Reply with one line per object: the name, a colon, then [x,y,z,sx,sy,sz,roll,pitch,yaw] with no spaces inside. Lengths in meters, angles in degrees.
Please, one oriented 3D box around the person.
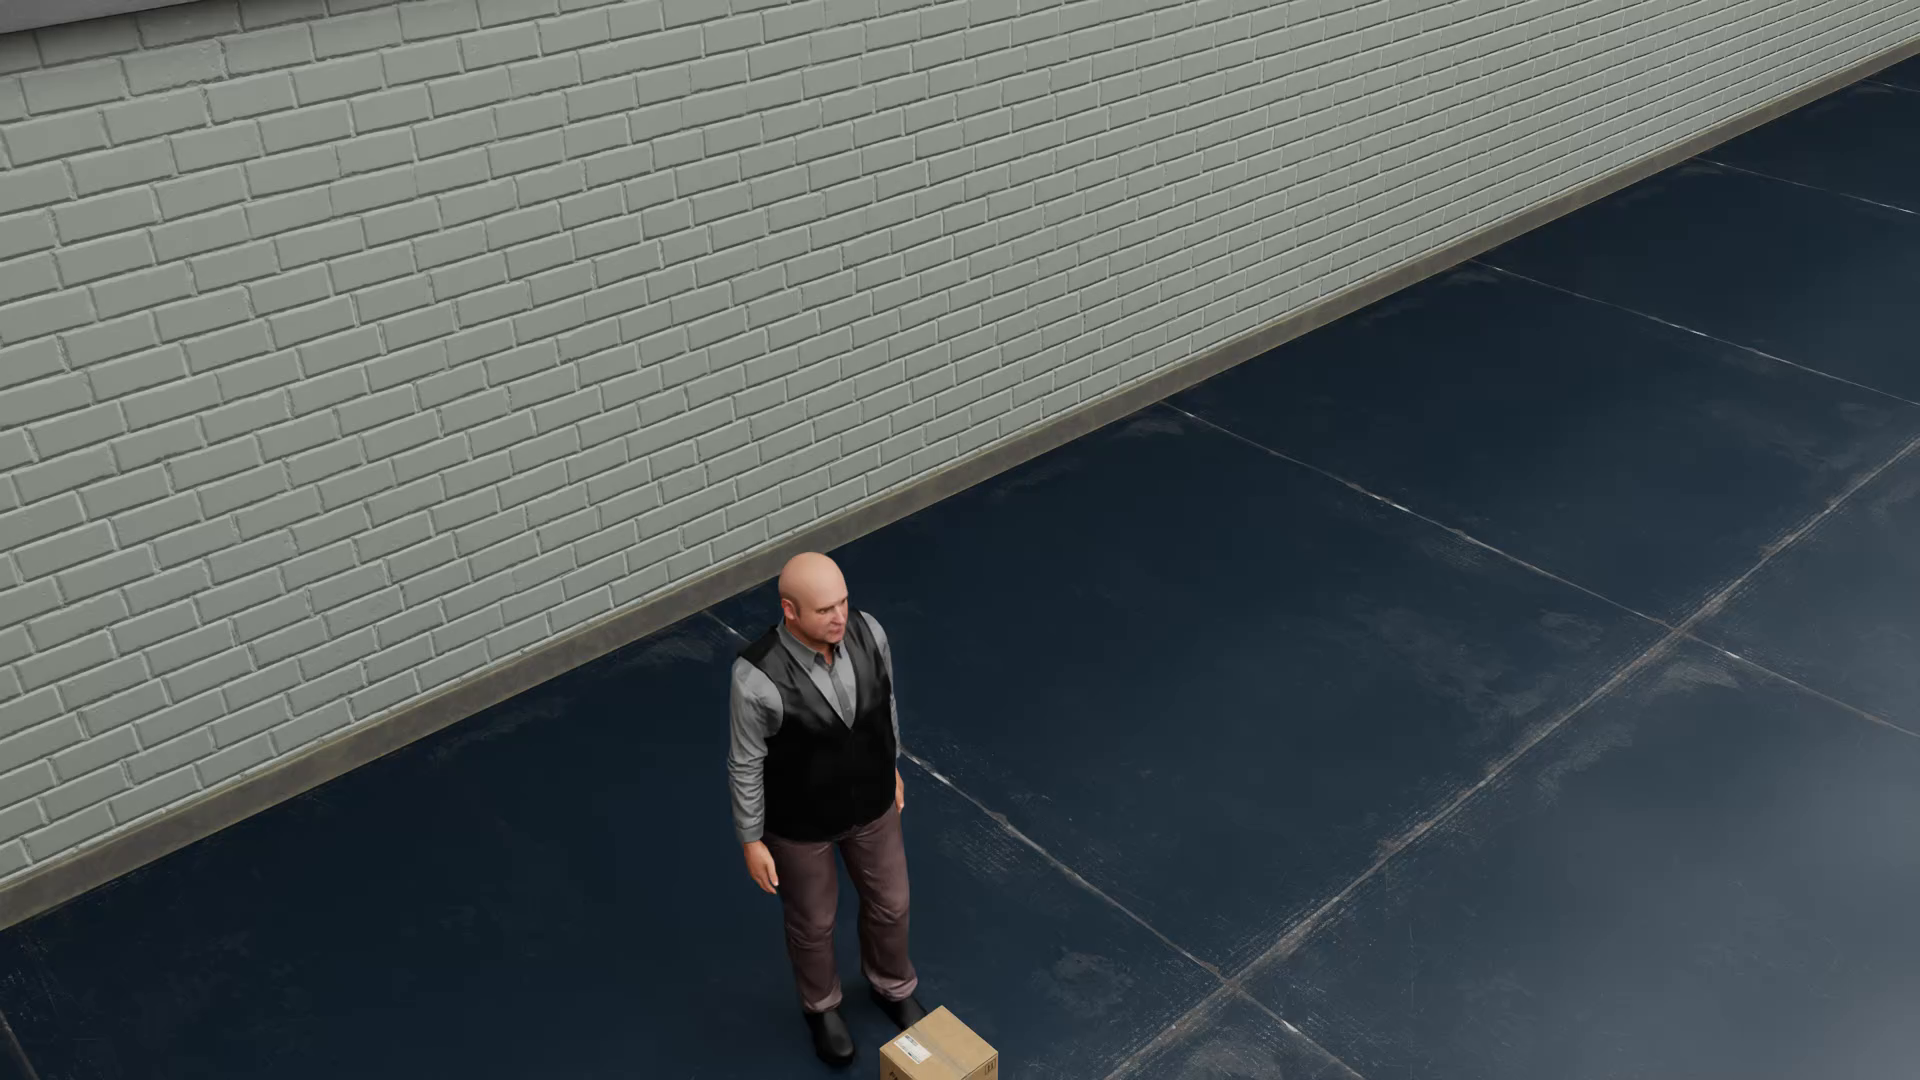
person: [-0.375,0.832,4.847,0.589,1.780,0.440,-20,37,-30]
